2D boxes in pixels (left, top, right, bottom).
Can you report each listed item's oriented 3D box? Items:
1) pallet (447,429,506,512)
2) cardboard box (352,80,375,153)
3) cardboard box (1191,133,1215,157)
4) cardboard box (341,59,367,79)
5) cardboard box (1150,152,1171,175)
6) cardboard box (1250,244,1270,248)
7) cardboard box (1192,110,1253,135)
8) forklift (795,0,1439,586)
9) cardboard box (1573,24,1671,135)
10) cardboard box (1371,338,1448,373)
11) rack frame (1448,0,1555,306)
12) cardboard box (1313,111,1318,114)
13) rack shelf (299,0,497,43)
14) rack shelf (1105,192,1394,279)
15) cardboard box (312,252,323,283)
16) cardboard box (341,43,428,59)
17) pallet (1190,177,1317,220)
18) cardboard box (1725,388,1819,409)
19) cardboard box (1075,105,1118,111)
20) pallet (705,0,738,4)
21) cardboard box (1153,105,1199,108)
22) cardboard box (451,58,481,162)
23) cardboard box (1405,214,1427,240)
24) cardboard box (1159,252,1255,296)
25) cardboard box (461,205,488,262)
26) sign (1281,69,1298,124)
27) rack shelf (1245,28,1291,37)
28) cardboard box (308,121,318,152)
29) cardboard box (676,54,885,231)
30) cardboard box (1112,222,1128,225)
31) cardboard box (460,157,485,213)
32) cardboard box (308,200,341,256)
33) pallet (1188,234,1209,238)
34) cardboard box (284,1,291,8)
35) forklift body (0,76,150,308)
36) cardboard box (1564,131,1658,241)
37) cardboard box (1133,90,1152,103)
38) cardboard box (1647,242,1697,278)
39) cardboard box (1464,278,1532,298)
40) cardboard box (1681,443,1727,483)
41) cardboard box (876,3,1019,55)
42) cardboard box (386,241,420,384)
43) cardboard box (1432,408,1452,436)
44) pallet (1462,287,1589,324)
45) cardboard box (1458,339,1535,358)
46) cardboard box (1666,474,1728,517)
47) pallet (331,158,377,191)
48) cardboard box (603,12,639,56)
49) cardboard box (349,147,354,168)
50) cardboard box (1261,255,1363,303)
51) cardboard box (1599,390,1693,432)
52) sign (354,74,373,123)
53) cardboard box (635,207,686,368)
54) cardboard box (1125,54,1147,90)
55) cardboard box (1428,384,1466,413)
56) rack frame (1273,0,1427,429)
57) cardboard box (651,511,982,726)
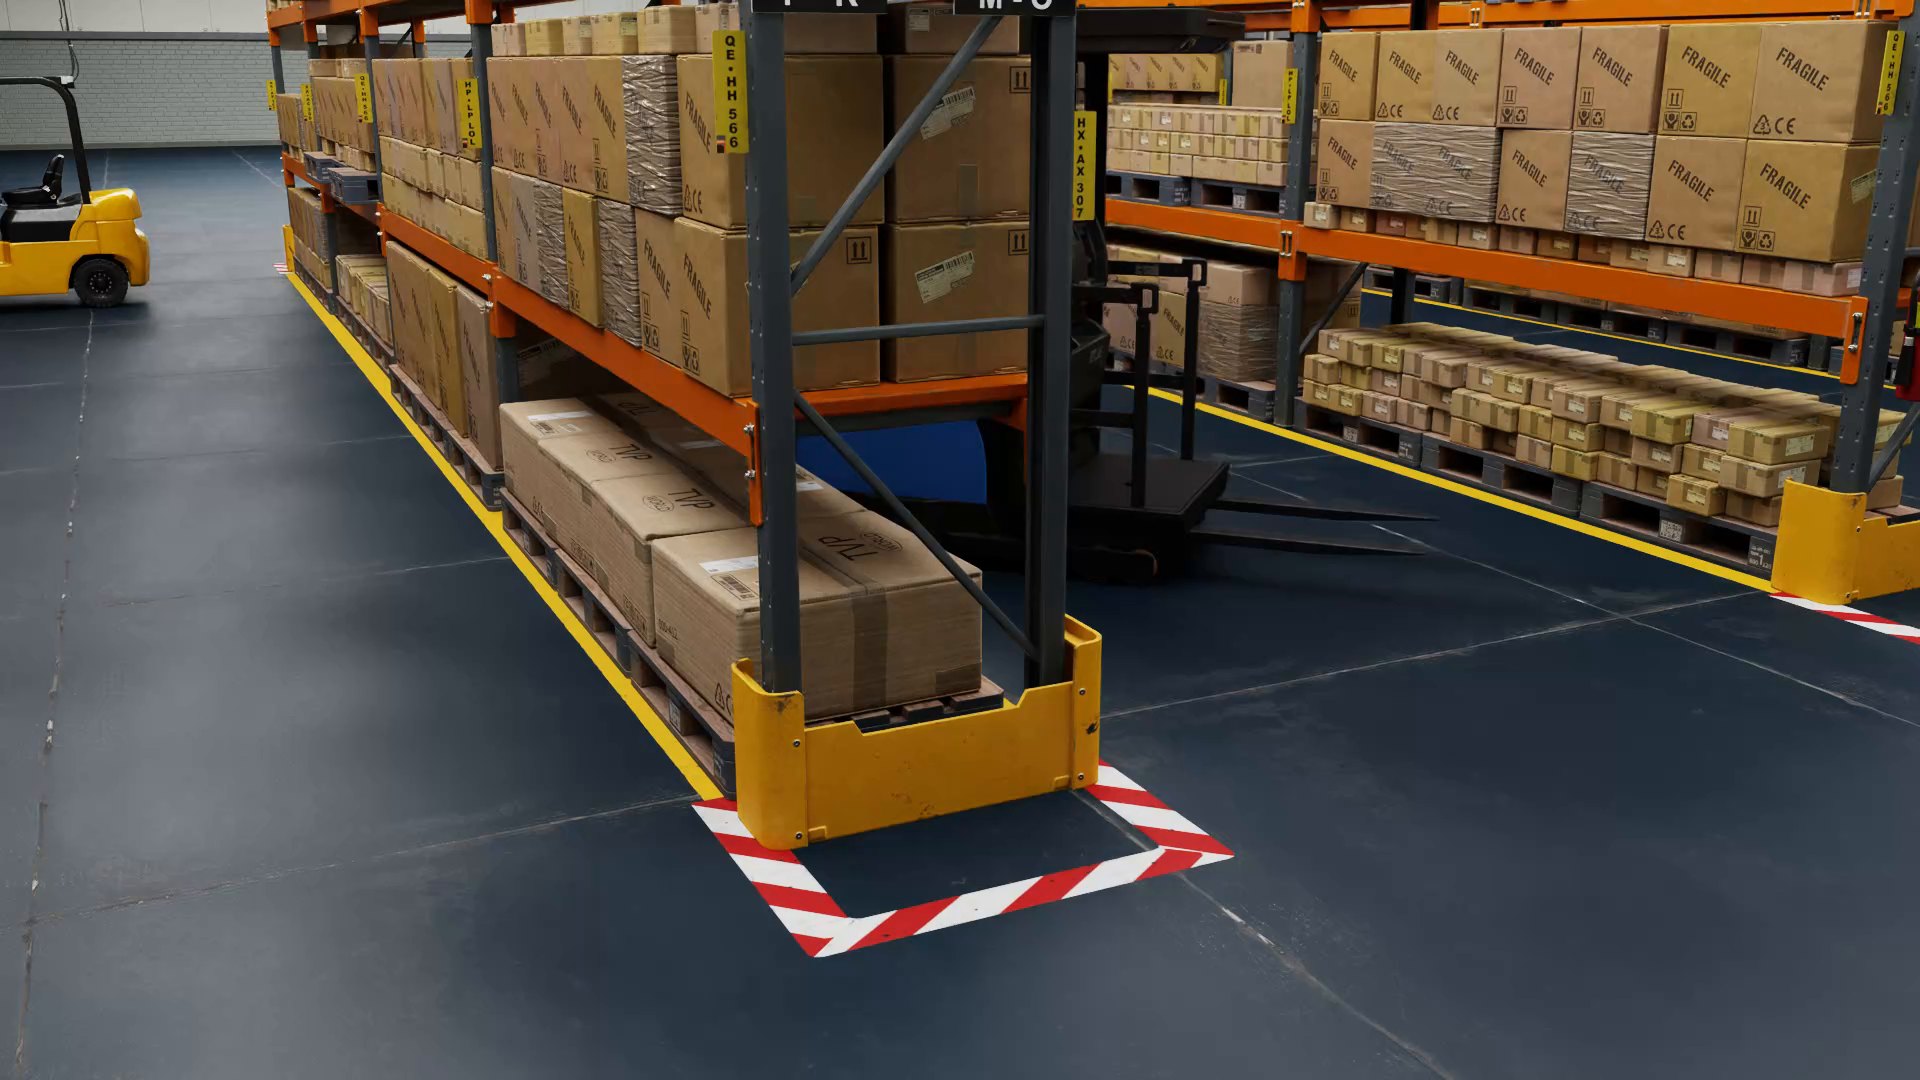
[{"bbox_3d":[-2.291,-0.455,9.452,1.003,0.211,1.213,-8,18,-25],"label":"pallet"},{"bbox_3d":[-4.086,-3.076,12.051,0.500,0.500,0.500,-8,18,-26],"label":"cardboard box"},{"bbox_3d":[1.822,-2.729,11.477,0.380,0.149,0.250,-8,18,-27],"label":"cardboard box"},{"bbox_3d":[-4.608,-3.681,12.981,0.380,0.149,0.250,-9,18,-28],"label":"cardboard box"},{"bbox_3d":[1.595,-2.714,11.965,0.380,0.149,0.250,-7,17,-22],"label":"cardboard box"},{"bbox_3d":[3.768,-3.649,19.262,0.700,0.500,0.500,-9,18,-29],"label":"cardboard box"},{"bbox_3d":[1.824,-2.875,11.446,0.380,0.149,0.250,-8,18,-25],"label":"cardboard box"},{"bbox_3d":[0.721,-1.365,7.694,3.031,2.935,1.130,6,17,19],"label":"forklift"},{"bbox_3d":[3.391,-2.253,8.129,0.500,0.500,0.500,-7,17,-22],"label":"cardboard box"},{"bbox_3d":[2.708,-1.111,10.012,0.380,0.149,0.250,-8,18,-26],"label":"cardboard box"},{"bbox_3d":[5.271,-3.802,16.062,1.000,3.000,0.127,-8,18,-25],"label":"rack frame"},{"bbox_3d":[2.524,-2.888,11.494,0.380,0.149,0.250,-7,18,-24],"label":"cardboard box"},{"bbox_3d":[-4.514,-4.196,13.302,1.077,0.370,4.000,-8,18,-25],"label":"rack shelf"},{"bbox_3d":[1.644,-2.386,12.431,1.077,0.370,4.000,-8,18,-25],"label":"rack shelf"},{"bbox_3d":[-6.133,-2.721,16.520,0.500,0.250,0.500,-8,18,-26],"label":"cardboard box"},{"bbox_3d":[-5.388,-4.403,15.623,0.700,0.500,0.500,-8,18,-25],"label":"cardboard box"},{"bbox_3d":[2.316,-2.351,11.352,1.003,0.211,1.213,-8,18,-25],"label":"pallet"},{"bbox_3d":[4.125,-0.664,8.456,0.380,0.149,0.250,-8,18,-25],"label":"cardboard box"},{"bbox_3d":[1.020,-3.329,13.029,0.380,0.149,0.250,-8,18,-25],"label":"cardboard box"},{"bbox_3d":[-2.402,-6.428,19.935,1.003,0.211,1.213,-8,18,-25],"label":"pallet"},{"bbox_3d":[1.738,-3.335,13.051,0.380,0.149,0.250,-7,17,-23],"label":"cardboard box"},{"bbox_3d":[-2.306,-2.222,8.561,0.500,0.500,0.500,-7,17,-23],"label":"cardboard box"},{"bbox_3d":[2.808,-1.822,9.619,0.380,0.149,0.250,-9,18,-27],"label":"cardboard box"},{"bbox_3d":[1.754,-1.880,11.774,0.500,0.250,0.500,-7,17,-22],"label":"cardboard box"},{"bbox_3d":[-2.308,-1.621,8.734,0.500,0.250,0.500,-8,18,-26],"label":"cardboard box"},{"bbox_3d":[2.023,-2.724,10.207,0.100,0.325,0.005,-8,18,-25],"label":"sign"},{"bbox_3d":[2.642,-6.386,20.931,1.077,0.370,4.000,-8,18,-25],"label":"rack shelf"},{"bbox_3d":[-5.808,-3.867,15.569,0.500,0.500,0.500,-8,18,-26],"label":"cardboard box"},{"bbox_3d":[-0.558,-1.240,5.141,0.500,0.500,0.500,-7,17,-23],"label":"cardboard box"},{"bbox_3d":[2.317,-4.485,22.212,0.500,0.500,0.500,-3,16,-10],"label":"cardboard box"},{"bbox_3d":[-2.297,-1.861,8.663,0.500,0.250,0.500,-8,18,-25],"label":"cardboard box"},{"bbox_3d":[-6.115,-3.077,16.400,0.500,0.500,0.500,-7,18,-24],"label":"cardboard box"},{"bbox_3d":[3.193,-3.616,20.468,1.003,0.211,1.213,-8,18,-25],"label":"pallet"},{"bbox_3d":[-6.567,-5.407,16.673,0.380,0.149,0.250,-8,18,-26],"label":"cardboard box"},{"bbox_3d":[-9.132,-3.330,15.954,2.313,2.155,1.214,-8,18,-25],"label":"forklift body"},{"bbox_3d":[3.393,-1.768,8.254,0.500,0.500,0.500,-8,18,-25],"label":"cardboard box"},{"bbox_3d":[2.698,-5.473,21.164,0.875,0.500,0.500,-8,18,-25],"label":"cardboard box"},{"bbox_3d":[3.545,-1.357,7.997,0.380,0.149,0.250,-7,17,-23],"label":"cardboard box"},{"bbox_3d":[5.555,-2.809,15.692,1.225,0.875,0.875,-9,18,-27],"label":"cardboard box"},{"bbox_3d":[3.719,-0.386,8.026,0.380,0.149,0.250,-8,18,-26],"label":"cardboard box"},{"bbox_3d":[-0.039,-1.583,5.158,0.380,0.149,0.250,-7,18,-24],"label":"cardboard box"},{"bbox_3d":[-3.409,-1.604,11.492,0.875,0.875,0.875,-8,18,-25],"label":"cardboard box"},{"bbox_3d":[2.969,-0.698,9.651,0.380,0.149,0.250,-9,18,-27],"label":"cardboard box"},{"bbox_3d":[5.549,-2.257,15.733,1.003,0.211,1.213,-8,18,-25],"label":"pallet"},{"bbox_3d":[3.217,-1.103,9.986,0.380,0.149,0.250,-7,17,-23],"label":"cardboard box"},{"bbox_3d":[3.651,-0.232,8.030,0.380,0.149,0.250,-7,17,-23],"label":"cardboard box"},{"bbox_3d":[-4.541,-2.998,13.608,1.003,0.211,1.213,-8,18,-25],"label":"pallet"},{"bbox_3d":[-1.078,-1.836,6.040,0.380,0.149,0.250,-7,18,-24],"label":"cardboard box"},{"bbox_3d":[-4.429,-2.917,12.670,0.380,0.149,0.250,-9,18,-28],"label":"cardboard box"},{"bbox_3d":[2.434,-1.812,11.537,0.500,0.250,0.500,-9,18,-27],"label":"cardboard box"},{"bbox_3d":[3.470,-0.652,8.414,0.380,0.149,0.250,-8,18,-27],"label":"cardboard box"},{"bbox_3d":[-4.121,-3.055,11.503,0.100,0.325,0.005,-8,18,-25],"label":"sign"},{"bbox_3d":[-0.788,-0.883,5.708,0.500,0.500,0.500,-8,18,-26],"label":"cardboard box"},{"bbox_3d":[2.420,-5.916,20.895,0.500,0.500,0.500,-8,18,-25],"label":"cardboard box"},{"bbox_3d":[2.937,-0.836,9.592,0.380,0.149,0.250,-7,17,-22],"label":"cardboard box"},{"bbox_3d":[2.520,-2.236,10.604,1.000,3.000,0.127,-8,18,-25],"label":"rack frame"},{"bbox_3d":[-0.512,0.257,5.800,0.875,0.438,0.875,-8,18,-27],"label":"cardboard box"}]
